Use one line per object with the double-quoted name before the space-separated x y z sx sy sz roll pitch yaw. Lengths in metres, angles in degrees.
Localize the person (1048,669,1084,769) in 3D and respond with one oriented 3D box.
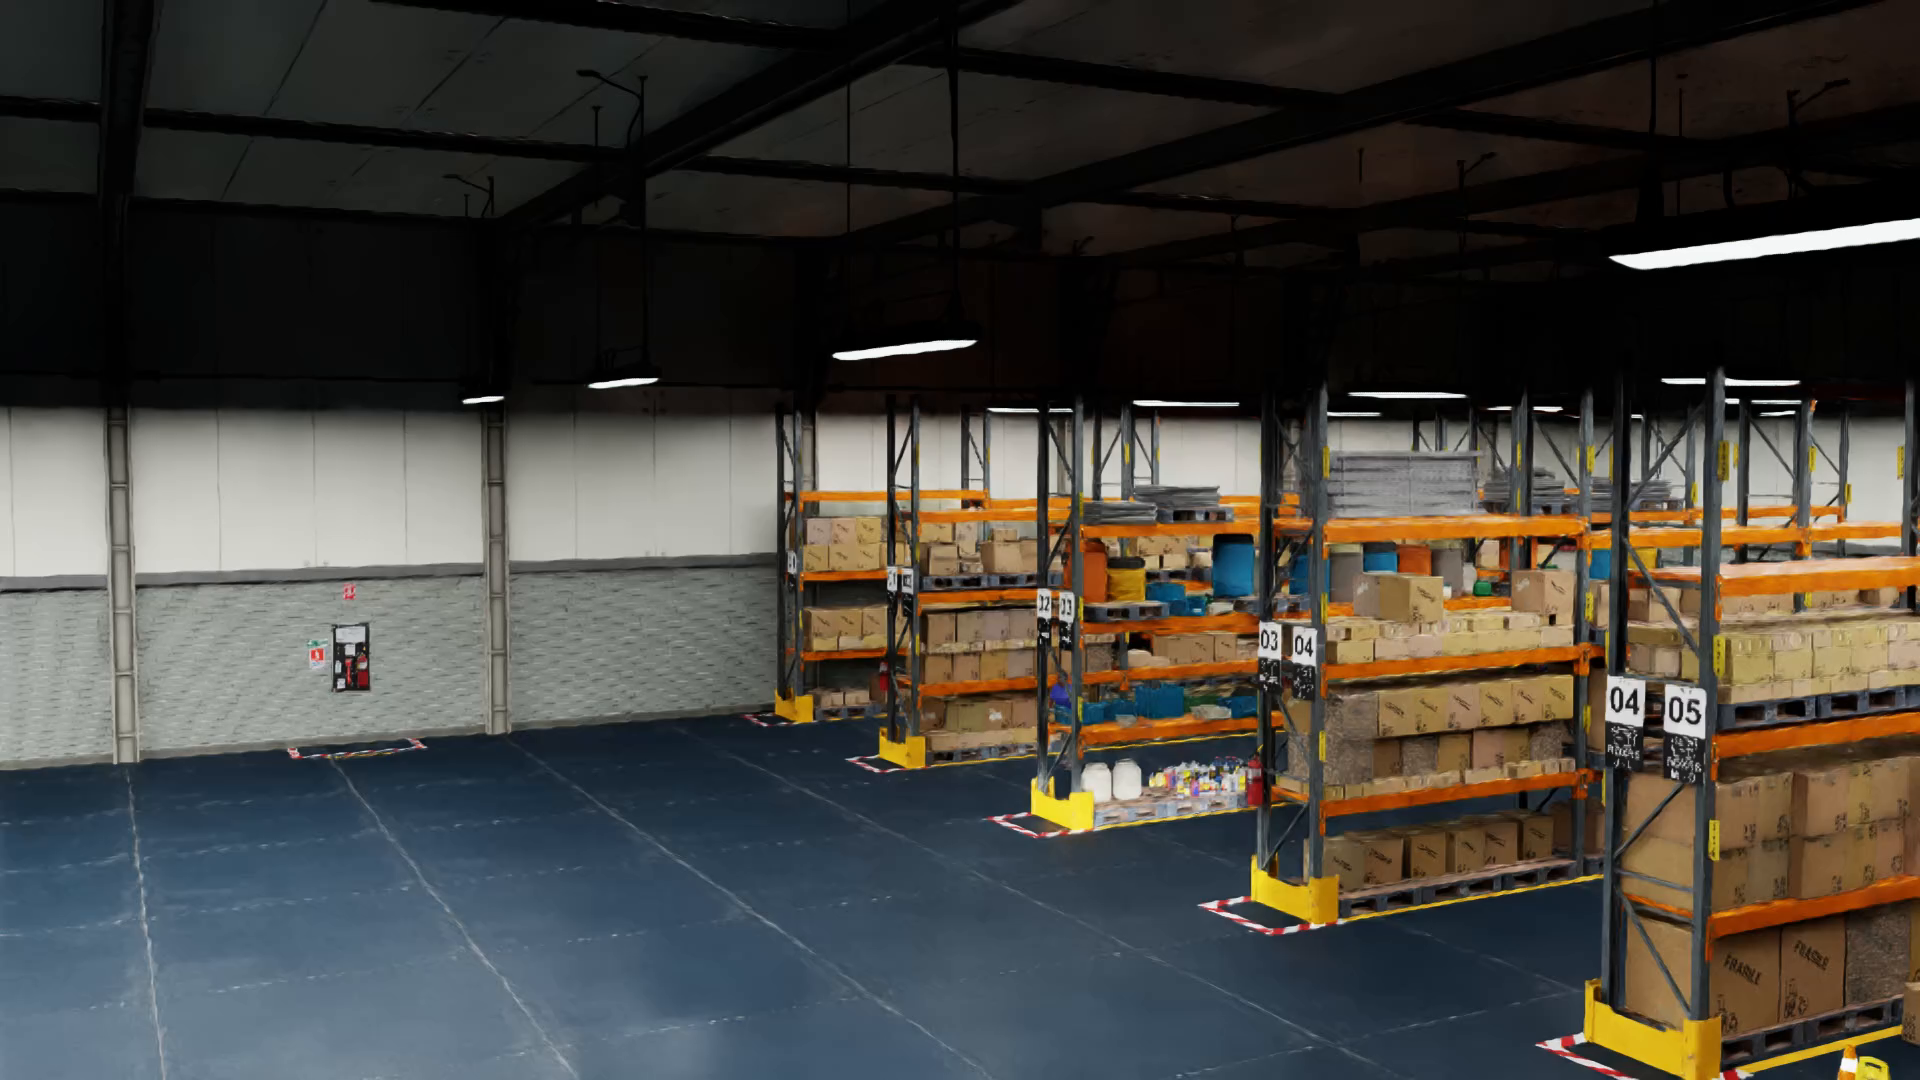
"person" 1.725 2.854 26.666 0.616 1.602 0.750 3 4 42
